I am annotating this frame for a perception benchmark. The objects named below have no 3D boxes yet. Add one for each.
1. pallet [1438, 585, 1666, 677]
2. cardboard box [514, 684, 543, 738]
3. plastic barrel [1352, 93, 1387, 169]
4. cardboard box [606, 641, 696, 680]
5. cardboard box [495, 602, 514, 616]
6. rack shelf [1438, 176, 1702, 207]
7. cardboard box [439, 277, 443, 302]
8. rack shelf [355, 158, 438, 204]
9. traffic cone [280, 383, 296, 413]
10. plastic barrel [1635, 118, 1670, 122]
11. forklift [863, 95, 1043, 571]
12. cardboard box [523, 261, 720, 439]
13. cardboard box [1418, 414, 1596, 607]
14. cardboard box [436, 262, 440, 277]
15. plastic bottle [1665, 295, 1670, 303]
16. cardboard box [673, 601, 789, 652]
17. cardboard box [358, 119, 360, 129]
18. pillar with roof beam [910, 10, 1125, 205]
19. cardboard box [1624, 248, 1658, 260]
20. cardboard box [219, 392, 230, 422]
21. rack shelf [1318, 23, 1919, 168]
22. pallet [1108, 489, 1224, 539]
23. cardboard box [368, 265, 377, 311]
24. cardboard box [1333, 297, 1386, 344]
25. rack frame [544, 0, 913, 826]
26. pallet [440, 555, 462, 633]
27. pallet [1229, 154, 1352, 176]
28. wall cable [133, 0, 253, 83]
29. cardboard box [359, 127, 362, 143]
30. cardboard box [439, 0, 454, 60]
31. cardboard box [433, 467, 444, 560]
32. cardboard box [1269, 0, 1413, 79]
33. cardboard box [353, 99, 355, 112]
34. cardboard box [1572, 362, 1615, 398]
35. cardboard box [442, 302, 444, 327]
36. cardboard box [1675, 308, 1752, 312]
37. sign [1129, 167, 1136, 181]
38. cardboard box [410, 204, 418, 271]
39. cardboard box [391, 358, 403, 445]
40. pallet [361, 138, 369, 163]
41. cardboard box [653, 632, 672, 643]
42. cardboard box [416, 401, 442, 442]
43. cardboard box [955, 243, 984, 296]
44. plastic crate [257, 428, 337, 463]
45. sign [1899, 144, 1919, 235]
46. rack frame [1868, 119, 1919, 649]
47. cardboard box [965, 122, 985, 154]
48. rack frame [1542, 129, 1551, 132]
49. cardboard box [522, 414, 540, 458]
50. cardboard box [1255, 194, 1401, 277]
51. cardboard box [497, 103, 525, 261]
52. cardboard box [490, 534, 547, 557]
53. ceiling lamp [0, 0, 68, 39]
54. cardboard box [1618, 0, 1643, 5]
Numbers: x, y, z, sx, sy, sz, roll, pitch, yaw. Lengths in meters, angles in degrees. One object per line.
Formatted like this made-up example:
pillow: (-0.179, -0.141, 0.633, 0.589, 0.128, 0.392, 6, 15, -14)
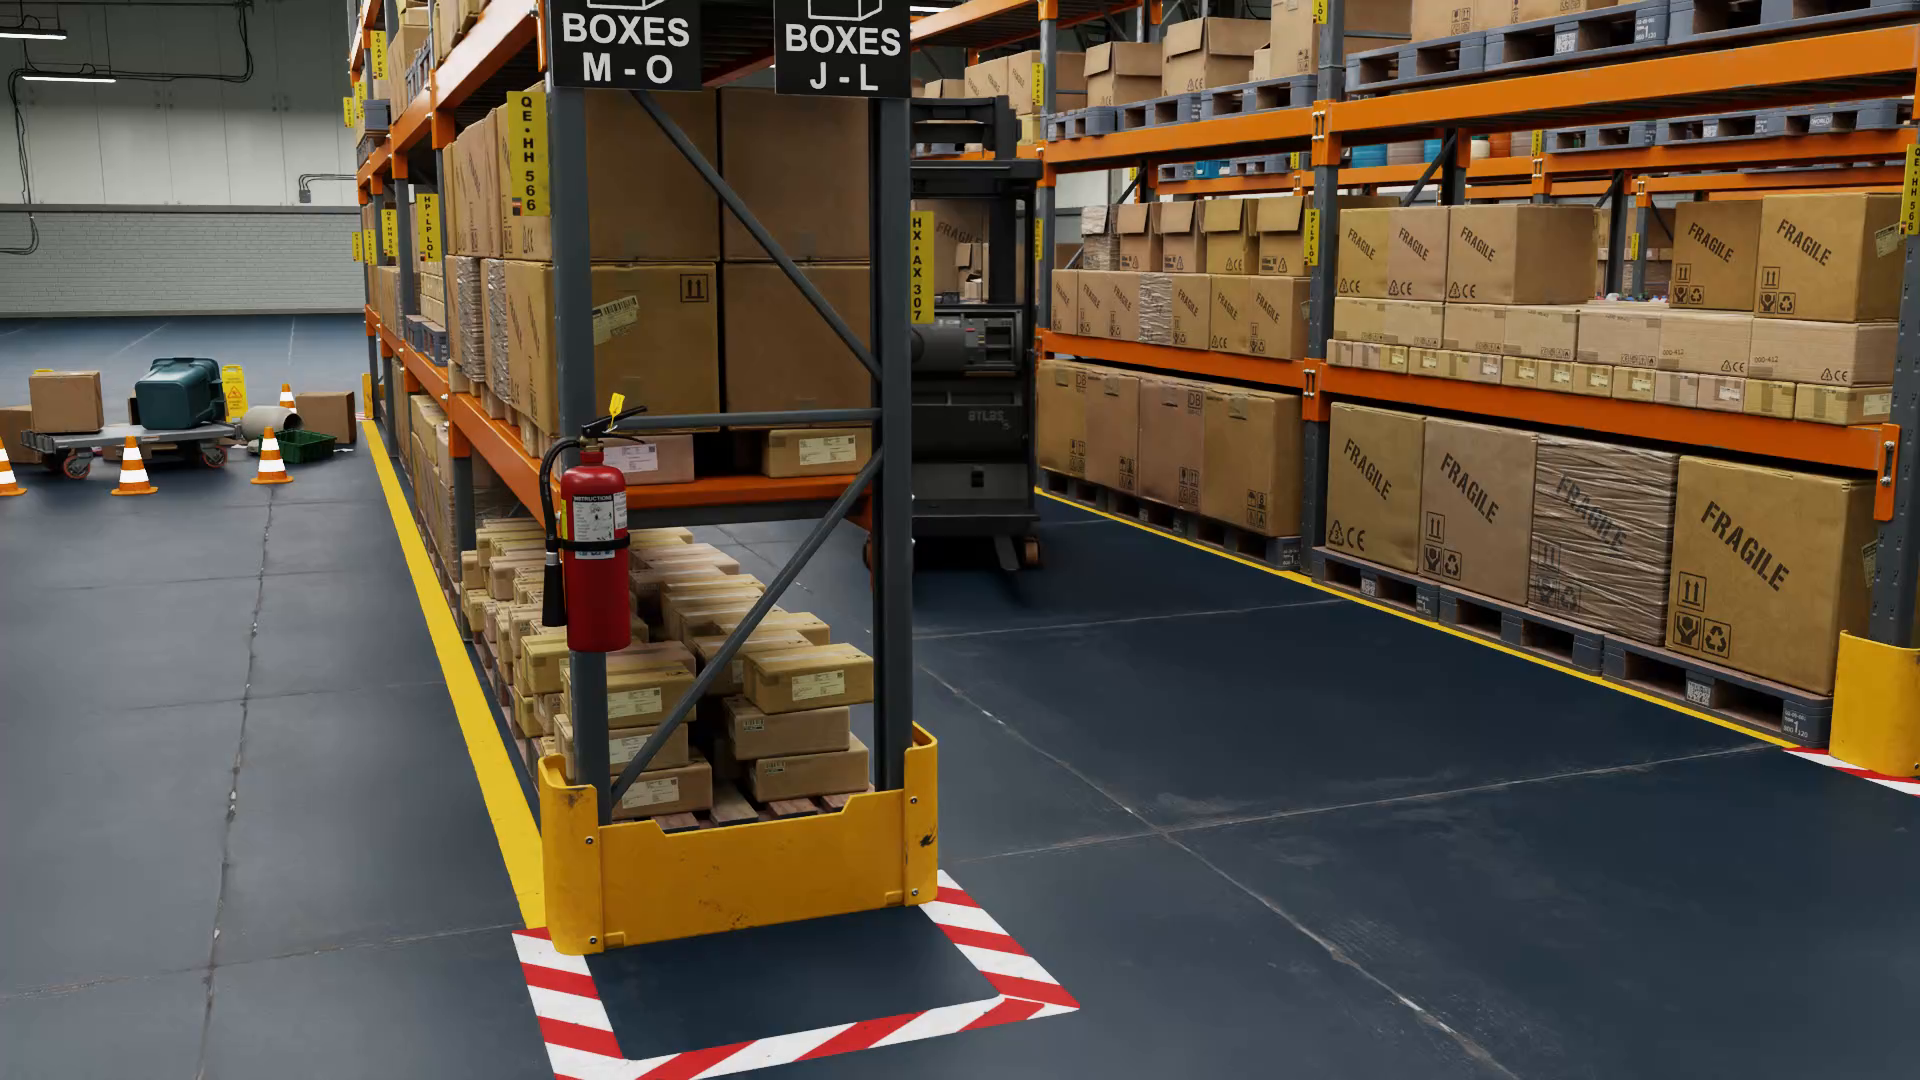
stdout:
pallet: (3.229, 0.411, 8.506, 1.003, 0.211, 1.213, -4, 11, -21)
cardboard box: (-1.470, 0.624, 6.289, 0.380, 0.149, 0.250, -4, 11, -23)
plastic barrel: (4.684, -4.565, 18.521, 0.600, 0.901, 0.708, -4, 11, -21)
cardboard box: (-1.095, 0.450, 5.568, 0.380, 0.149, 0.250, -4, 11, -20)
cardboard box: (-1.744, 0.347, 6.997, 0.380, 0.149, 0.250, -4, 11, -21)
rack shelf: (8.191, -4.673, 22.616, 1.077, 0.370, 4.000, -4, 11, -21)
cardboard box: (-2.889, -1.489, 9.894, 0.380, 0.149, 0.250, -4, 11, -21)
rack shelf: (-5.703, -3.747, 17.408, 1.077, 0.370, 4.000, -4, 11, -21)
traffic cone: (-7.559, -1.525, 18.672, 0.336, 0.463, 0.334, -4, 11, -21)
plastic barrel: (5.917, -3.677, 14.206, 0.294, 0.245, 0.294, 0, 10, 0)
forklift: (-0.056, -1.320, 10.472, 1.130, 2.935, 3.031, 0, 10, -1)
cardboard box: (-1.032, -0.592, 5.047, 0.500, 0.500, 0.500, -4, 11, -20)
cardboard box: (3.071, -0.191, 8.798, 0.875, 0.875, 0.875, -4, 11, -21)
cardboard box: (-2.977, -1.678, 10.106, 0.380, 0.149, 0.250, -4, 11, -22)
plastic bottle: (5.979, -1.917, 13.967, 0.061, 0.283, 0.133, -4, 11, -21)
cardboard box: (-0.854, 0.336, 6.209, 0.380, 0.149, 0.250, -4, 11, -24)
cardboard box: (-6.124, -4.496, 17.660, 0.500, 0.250, 0.500, -4, 11, -21)
pillar with roof beam: (0.432, -10.731, 46.050, 9.100, 9.000, 0.548, -4, 11, -21)
cardboard box: (8.617, -3.624, 21.088, 0.380, 0.149, 0.250, -4, 11, -21)
cardboard box: (-8.009, -1.265, 17.095, 0.637, 0.503, 0.797, 5, 11, 28)
rack shelf: (3.305, -2.086, 8.074, 1.077, 0.370, 4.000, -4, 11, -21)
pallet: (1.784, -0.238, 12.155, 1.003, 0.211, 1.213, -4, 11, -21)
cardboard box: (-5.946, -2.779, 18.050, 0.875, 0.550, 0.550, -4, 11, -21)
cardboard box: (2.506, -1.270, 9.571, 0.500, 0.250, 0.500, -4, 11, -22)
rack frame: (-0.630, -0.339, 4.761, 1.000, 3.000, 0.127, -4, 11, -21)
pallet: (-2.363, 0.254, 9.390, 1.003, 0.211, 1.213, -4, 11, -21)
pallet: (3.945, -4.406, 19.598, 1.213, 0.211, 1.003, -4, 11, -21)
wall cable: (-21.518, -14.114, 46.529, 3.097, 2.526, 0.112, -4, 11, -21)
cardboard box: (-6.145, -4.278, 17.570, 0.380, 0.149, 0.250, -4, 11, -21)
cardboard box: (-1.967, -2.221, 7.207, 0.500, 0.250, 0.500, -4, 11, -22)
cardboard box: (-2.768, -0.157, 9.674, 0.500, 0.500, 0.500, -4, 11, -22)
cardboard box: (2.361, -3.117, 10.329, 0.700, 0.500, 0.500, -4, 11, -20)
cardboard box: (-6.603, -4.878, 18.667, 0.380, 0.149, 0.250, -4, 11, -20)
cardboard box: (3.128, -0.760, 7.844, 0.380, 0.149, 0.250, -4, 11, -21)
cardboard box: (-2.883, -1.340, 9.905, 0.380, 0.149, 0.250, -3, 11, -18)
cardboard box: (3.734, -0.972, 7.899, 0.500, 0.250, 0.500, -4, 11, -23)
sign: (2.334, -5.010, 22.431, 0.100, 0.325, 0.005, -4, 11, -21)
cardboard box: (-3.867, -2.343, 12.885, 0.700, 0.500, 0.500, -4, 11, -22)
cardboard box: (-4.669, -1.301, 15.395, 1.050, 0.750, 0.750, -4, 11, -21)
pallet: (-5.703, -4.064, 17.390, 1.003, 0.211, 1.213, -4, 11, -21)
cardboard box: (-0.975, 0.441, 6.469, 0.380, 0.149, 0.250, -4, 11, -24)
cardboard box: (-3.321, -0.779, 11.034, 0.500, 0.250, 0.500, -4, 11, -22)
cardboard box: (0.396, -2.577, 15.846, 0.797, 0.503, 0.637, -3, 10, -15)
plastic crate: (-6.262, -0.887, 15.706, 0.450, 0.188, 0.662, 11, 12, 7)
sign: (3.519, -1.292, 6.135, 0.100, 0.325, 0.005, -4, 11, -21)
rack frame: (4.030, -0.637, 6.438, 1.000, 3.000, 0.127, -4, 11, -21)
cardboard box: (0.358, -3.570, 14.791, 0.500, 0.250, 0.500, -4, 11, -19)
rack frame: (5.747, -5.211, 15.021, 1.000, 3.000, 0.127, -4, 11, -21)
cardboard box: (-1.286, -0.374, 5.674, 0.380, 0.149, 0.250, -4, 11, -19)
cardboard box: (2.341, -1.937, 10.595, 0.797, 0.503, 0.637, -4, 11, -22)
cardboard box: (-1.211, -1.169, 5.435, 0.500, 0.500, 0.500, -4, 11, -23)
cardboard box: (-1.965, 0.068, 7.714, 0.380, 0.149, 0.250, -4, 11, -22)
ceiling lamp: (-17.960, -11.042, 31.131, 2.000, 3.185, 0.800, -4, 11, -21)
cardboard box: (3.467, -2.682, 7.596, 0.700, 0.500, 0.500, -5, 11, -25)
